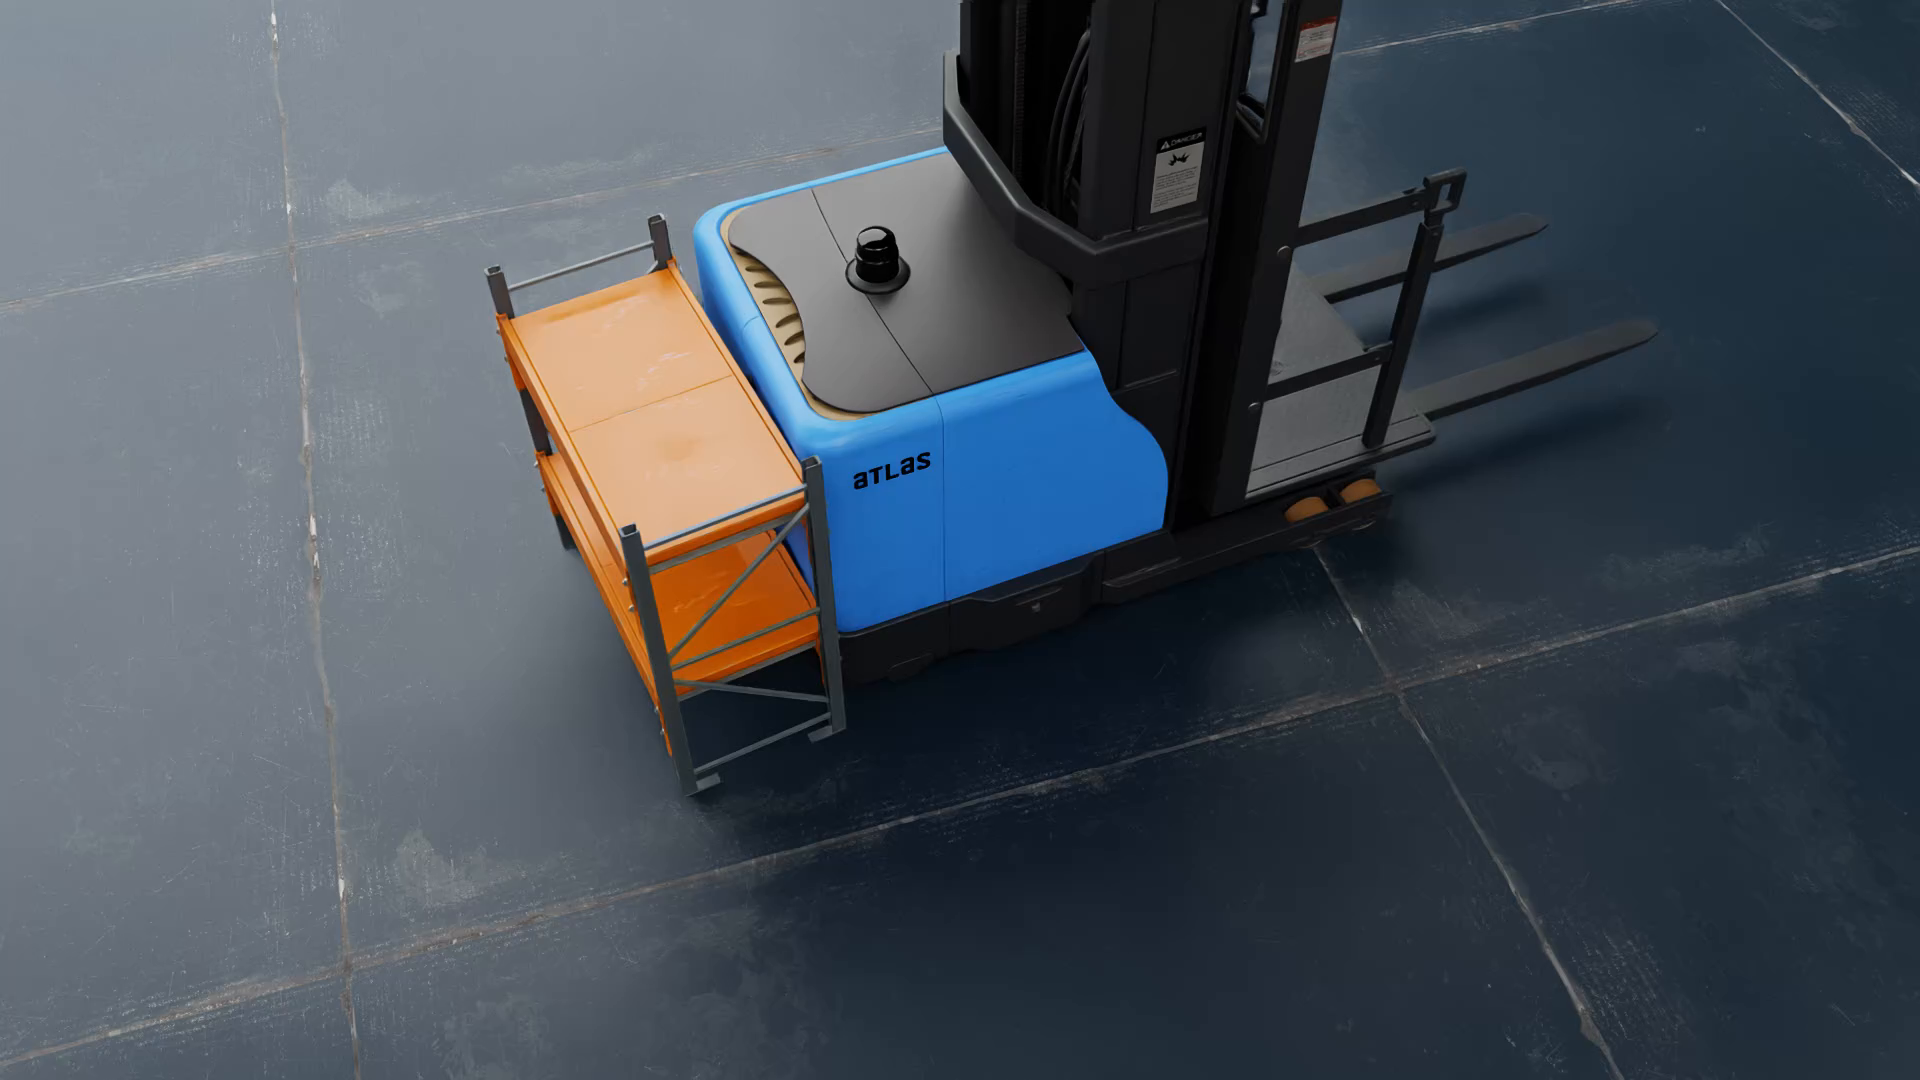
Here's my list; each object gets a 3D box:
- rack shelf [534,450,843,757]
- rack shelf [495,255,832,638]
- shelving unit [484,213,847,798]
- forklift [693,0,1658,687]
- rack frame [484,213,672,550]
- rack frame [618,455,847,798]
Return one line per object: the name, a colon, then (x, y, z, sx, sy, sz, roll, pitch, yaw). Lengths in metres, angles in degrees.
rack shelf: (-0.791, 0.072, 4.773, 0.538, 0.278, 1.000, -22, 53, -17)
rack shelf: (-0.791, -0.274, 4.363, 0.538, 0.278, 1.000, -22, 53, -17)
shelving unit: (-0.791, -0.086, 4.586, 0.538, 1.125, 1.048, -22, 53, -17)
forklift: (0.808, -1.274, 4.407, 3.031, 2.935, 1.130, -18, 52, -15)
rack frame: (-1.027, -0.430, 4.877, 0.500, 1.125, 0.032, -22, 53, -17)
rack frame: (-0.555, 0.259, 4.296, 0.500, 1.125, 0.032, -22, 53, -17)
